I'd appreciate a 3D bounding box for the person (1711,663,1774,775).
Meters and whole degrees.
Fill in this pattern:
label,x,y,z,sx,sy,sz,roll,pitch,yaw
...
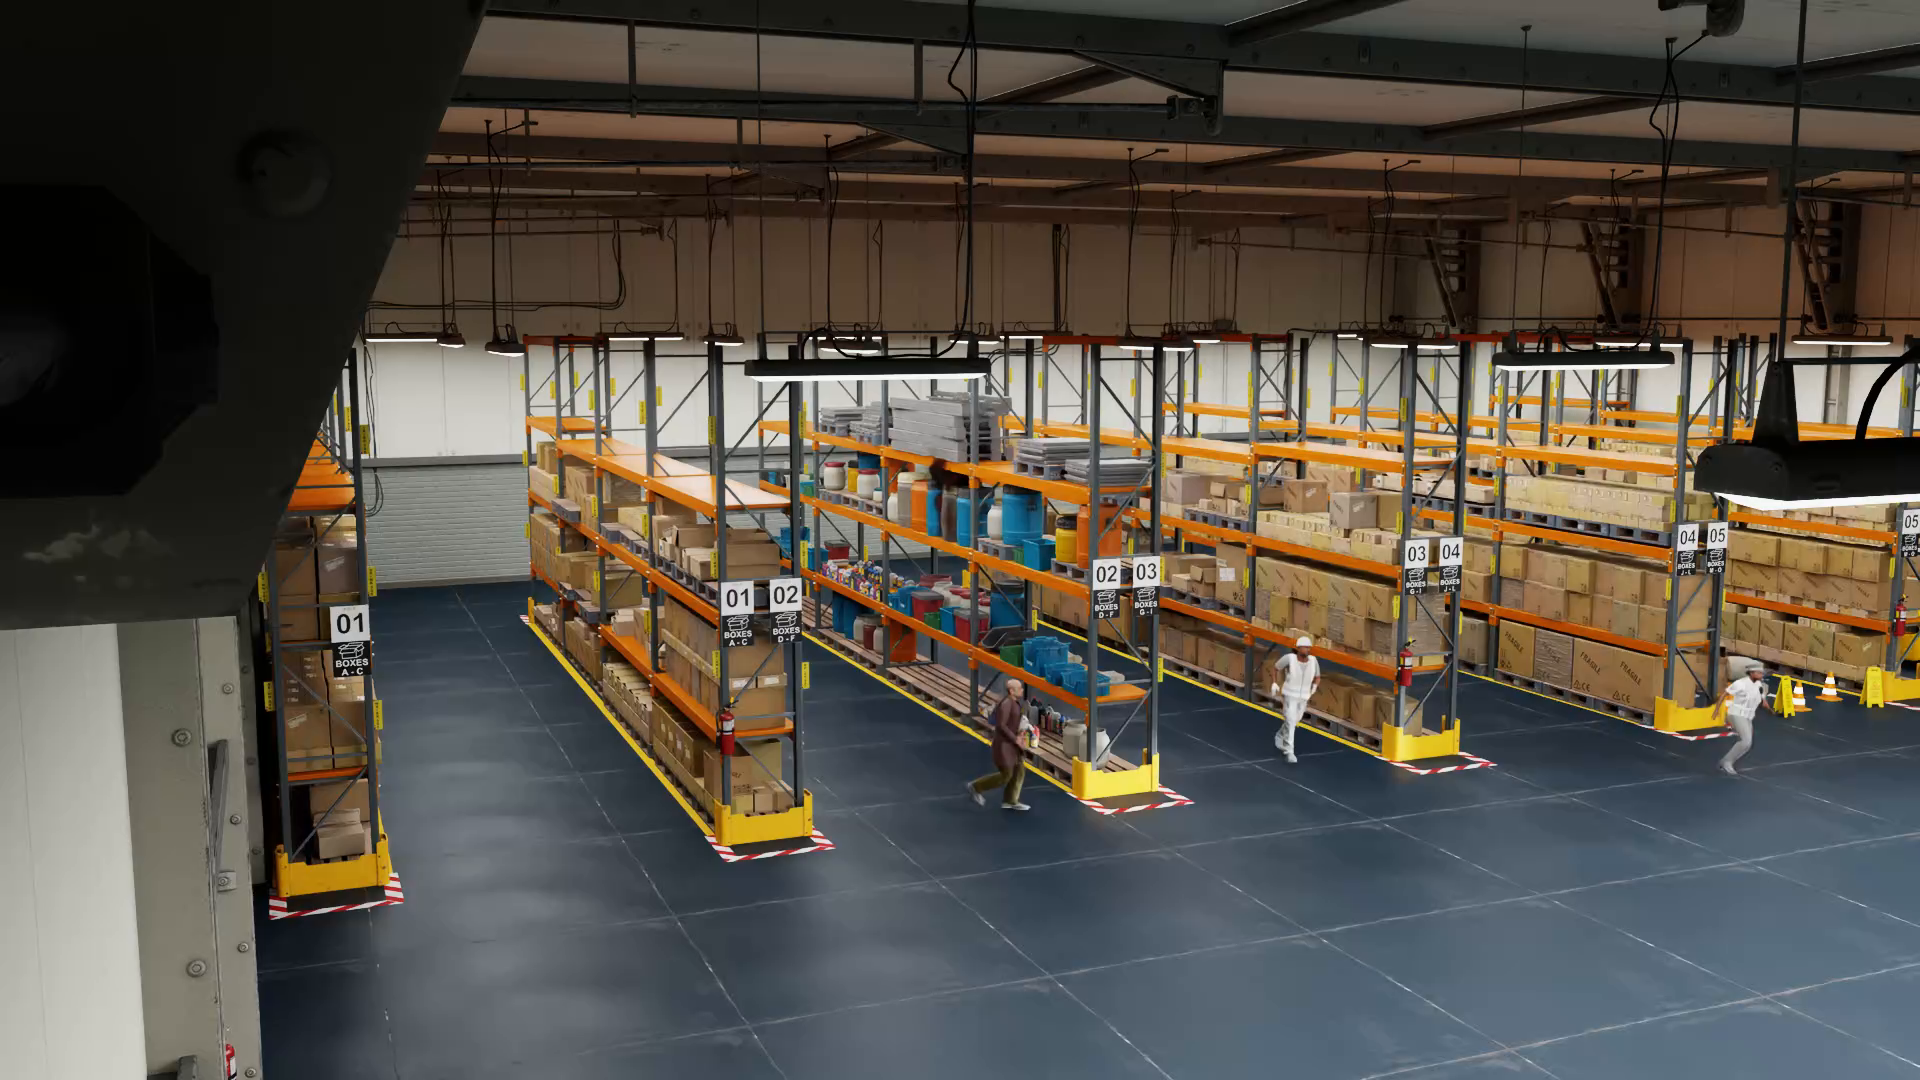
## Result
label,x,y,z,sx,sy,sz,roll,pitch,yaw
person,10.975,2.498,23.176,0.763,1.605,0.630,-5,9,-34

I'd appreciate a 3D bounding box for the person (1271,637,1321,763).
label,x,y,z,sx,sy,sz,roll,pitch,yaw
person,4.847,2.246,23.943,0.737,1.716,1.038,-2,8,-13

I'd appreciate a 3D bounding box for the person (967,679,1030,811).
label,x,y,z,sx,sy,sz,roll,pitch,yaw
person,0.502,2.638,21.453,0.814,1.731,0.713,2,8,13
